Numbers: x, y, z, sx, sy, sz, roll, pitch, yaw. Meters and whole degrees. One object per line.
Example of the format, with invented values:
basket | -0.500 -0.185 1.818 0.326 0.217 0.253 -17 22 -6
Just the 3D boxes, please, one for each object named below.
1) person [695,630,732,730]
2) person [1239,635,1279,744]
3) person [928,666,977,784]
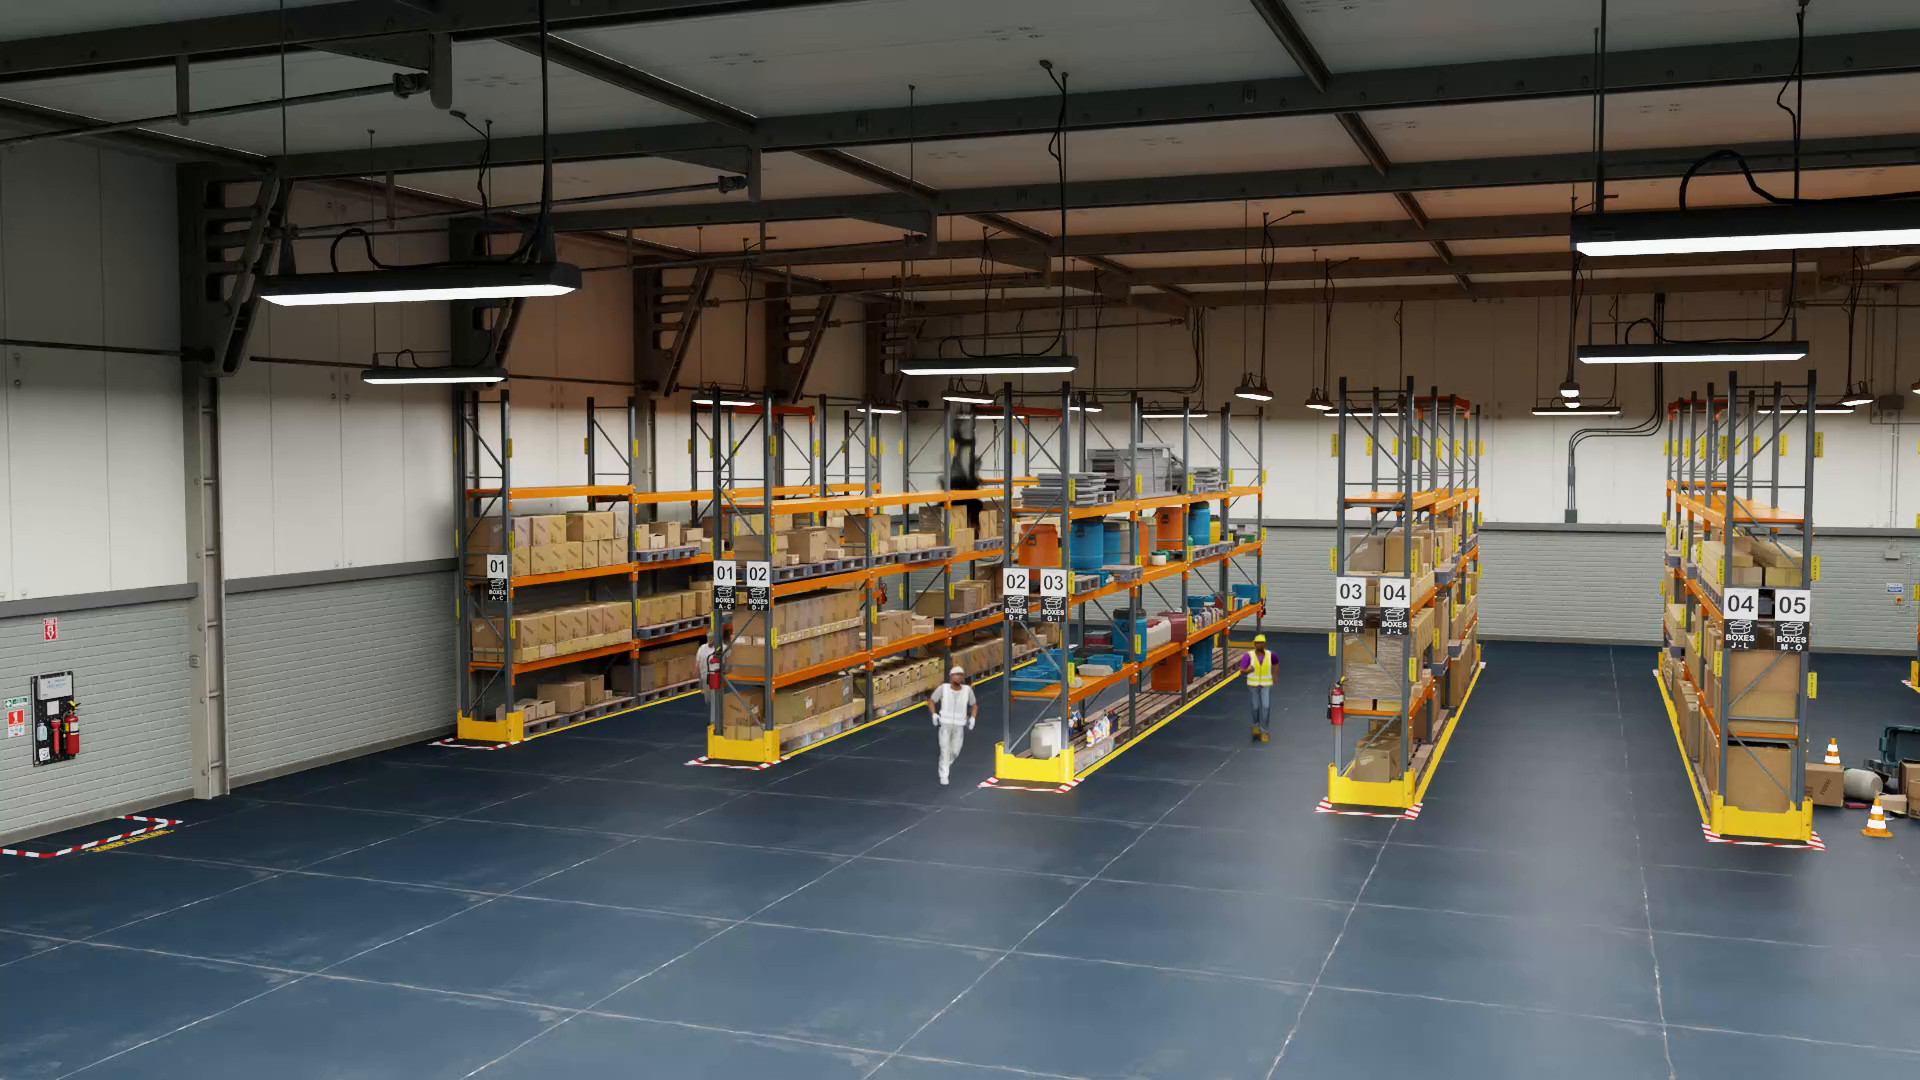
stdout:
person | -4.431 2.473 29.922 0.647 1.768 0.943 0 3 6
person | 5.138 2.530 28.541 0.683 1.807 0.845 1 3 9
person | -0.109 2.764 25.018 0.744 1.735 0.563 0 3 -9
